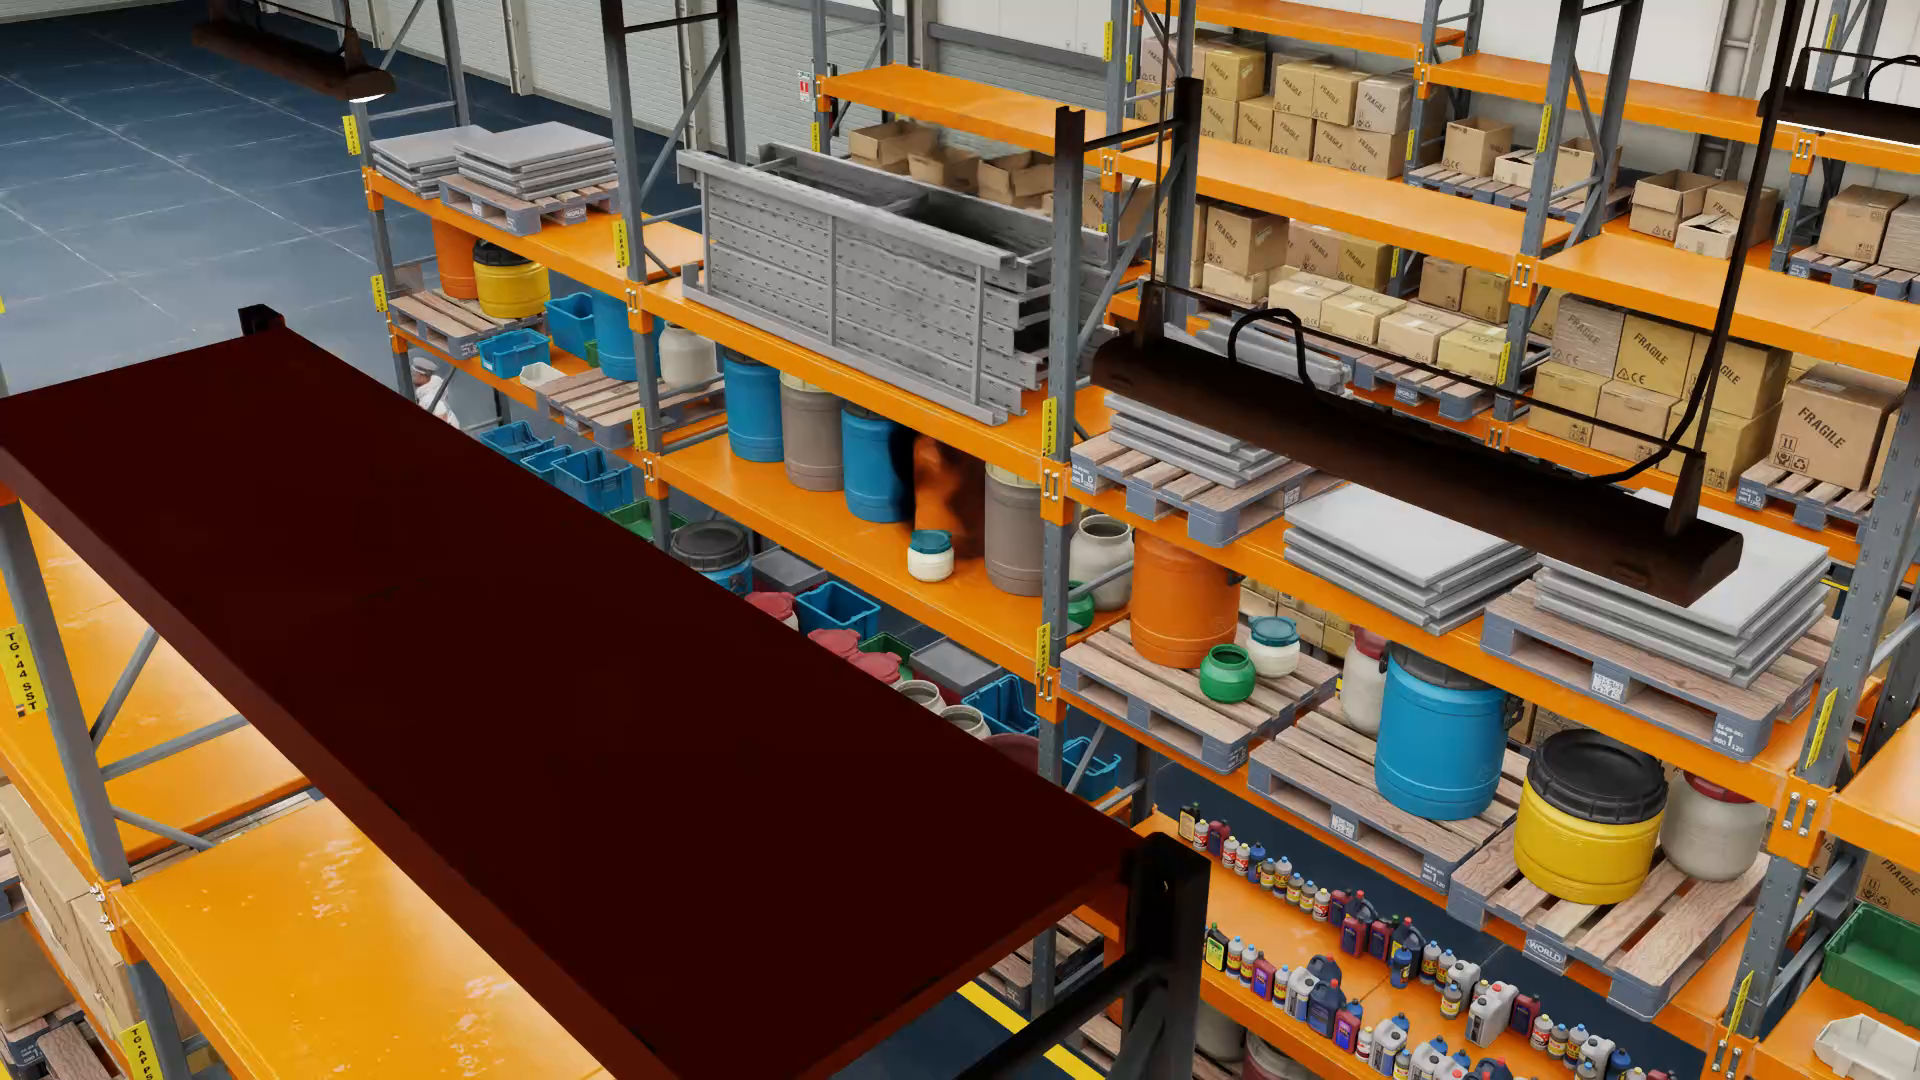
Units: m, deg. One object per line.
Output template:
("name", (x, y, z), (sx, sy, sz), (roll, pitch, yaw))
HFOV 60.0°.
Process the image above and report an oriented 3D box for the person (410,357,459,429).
("person", (-5.386, -1.054, 17.029), (0.685, 1.787, 0.666), (3, 28, 5))
